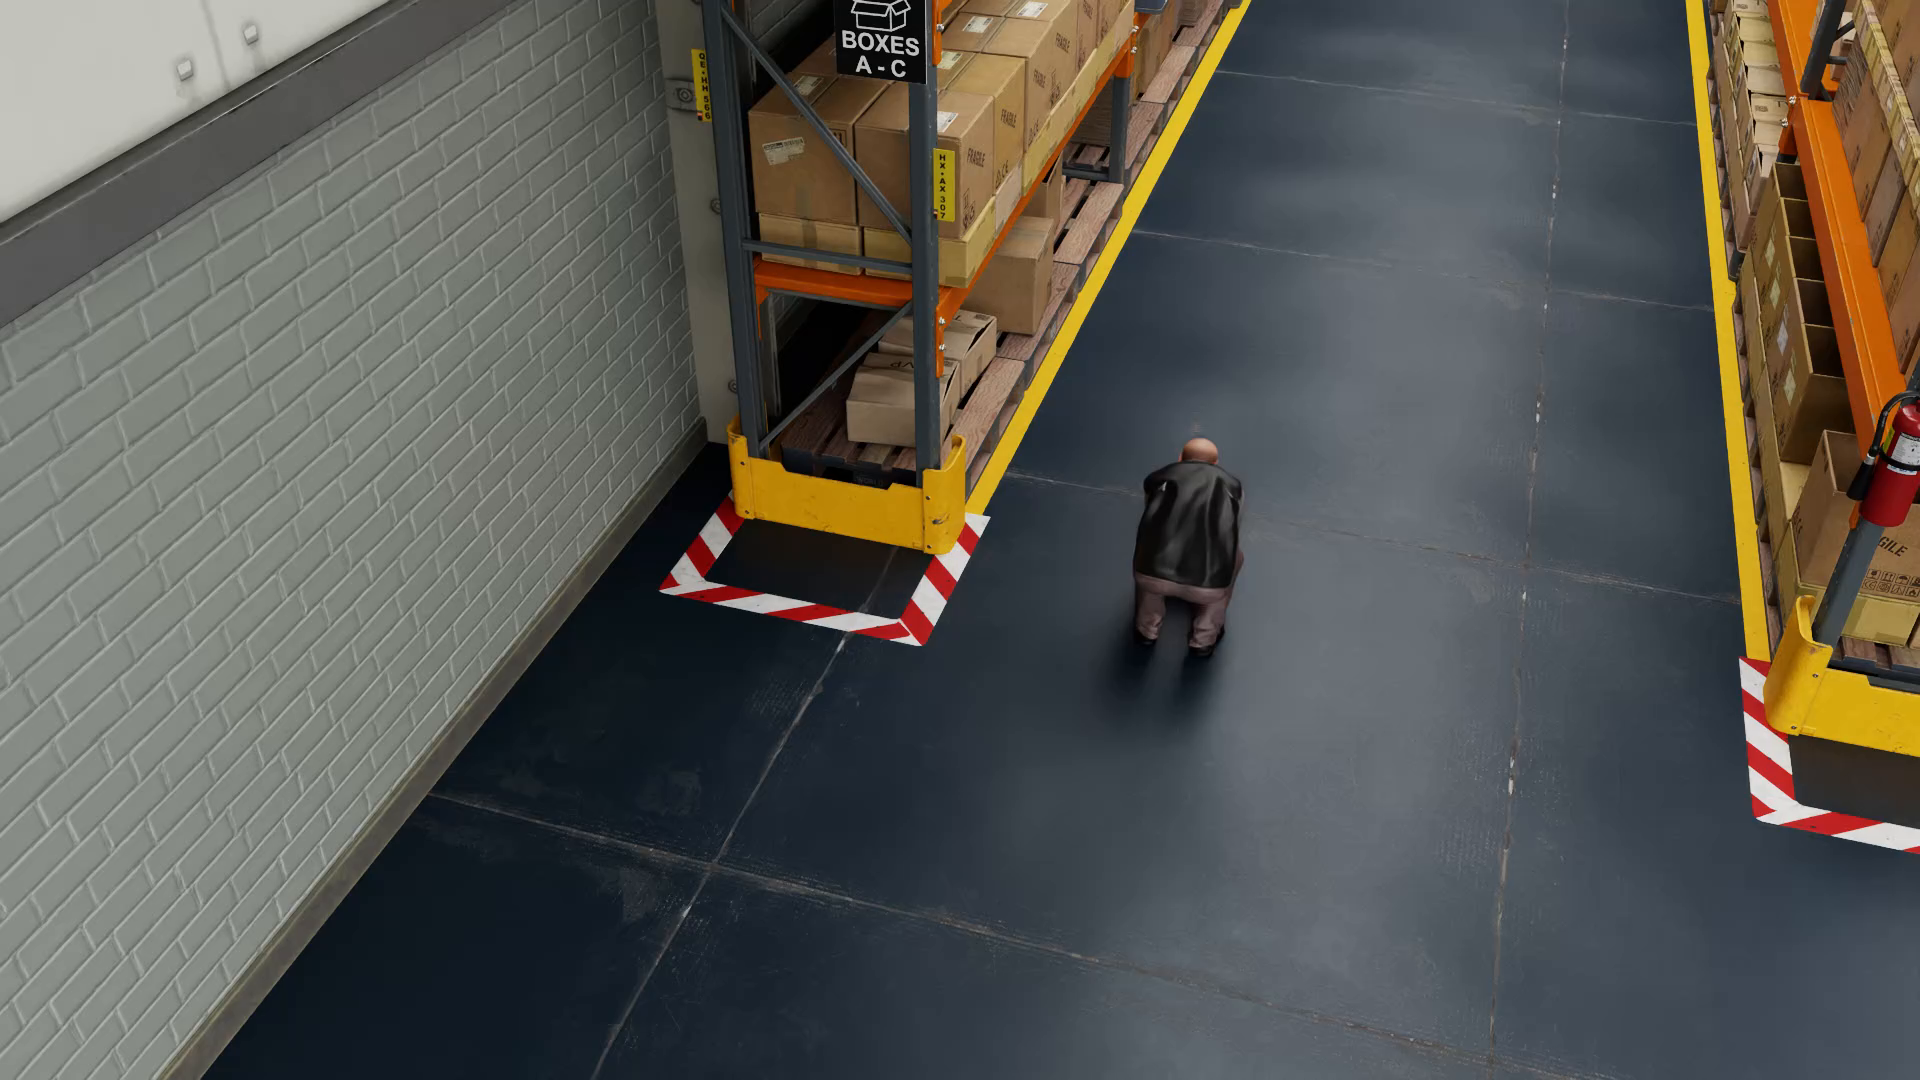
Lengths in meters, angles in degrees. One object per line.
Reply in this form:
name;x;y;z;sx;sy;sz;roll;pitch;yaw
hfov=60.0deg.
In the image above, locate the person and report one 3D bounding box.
person;1.054;0.043;7.659;0.505;0.794;0.943;10;38;13
